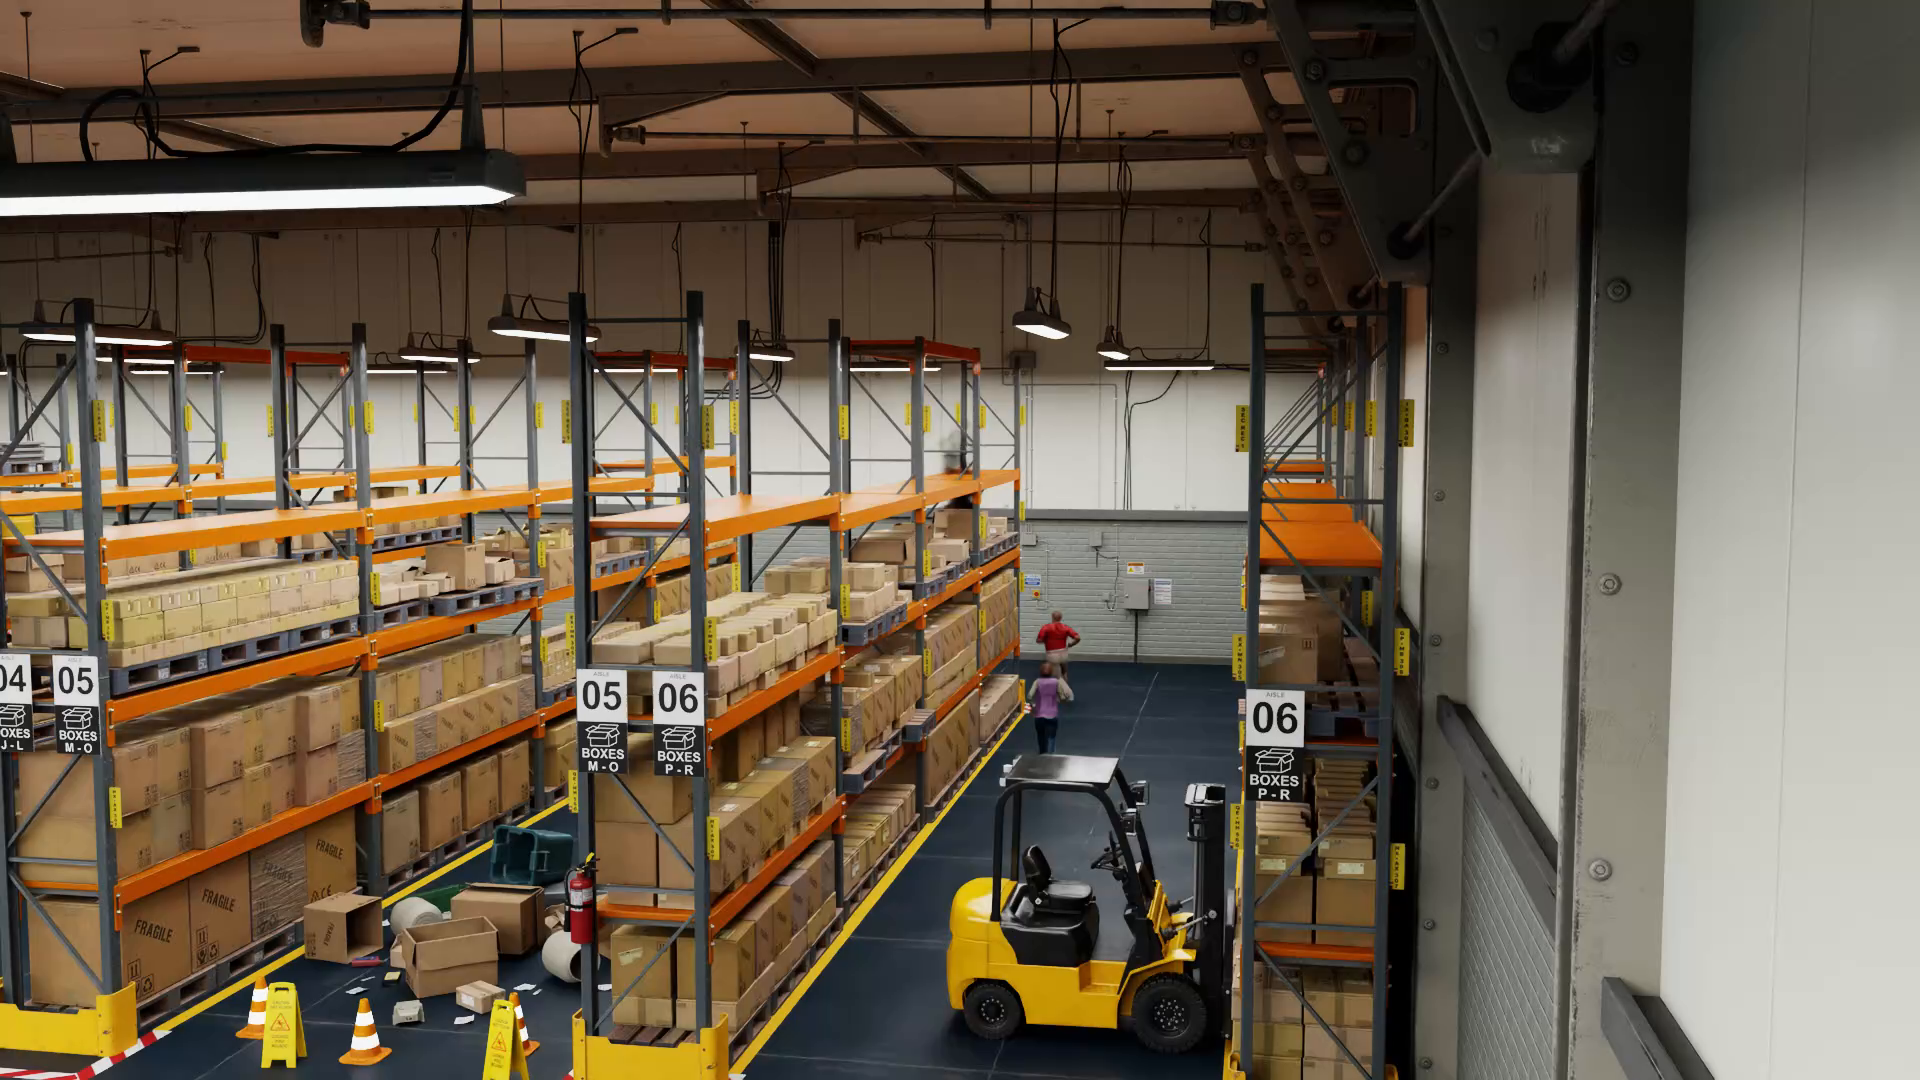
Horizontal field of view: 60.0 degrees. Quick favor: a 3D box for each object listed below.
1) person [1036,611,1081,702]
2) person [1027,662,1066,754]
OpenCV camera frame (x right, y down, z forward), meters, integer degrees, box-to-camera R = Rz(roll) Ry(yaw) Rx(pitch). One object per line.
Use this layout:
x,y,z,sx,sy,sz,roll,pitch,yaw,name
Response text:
1.665,2.011,29.069,0.743,1.587,1.092,-2,5,-19,person
1.210,2.548,23.313,0.544,1.498,0.840,0,5,2,person
